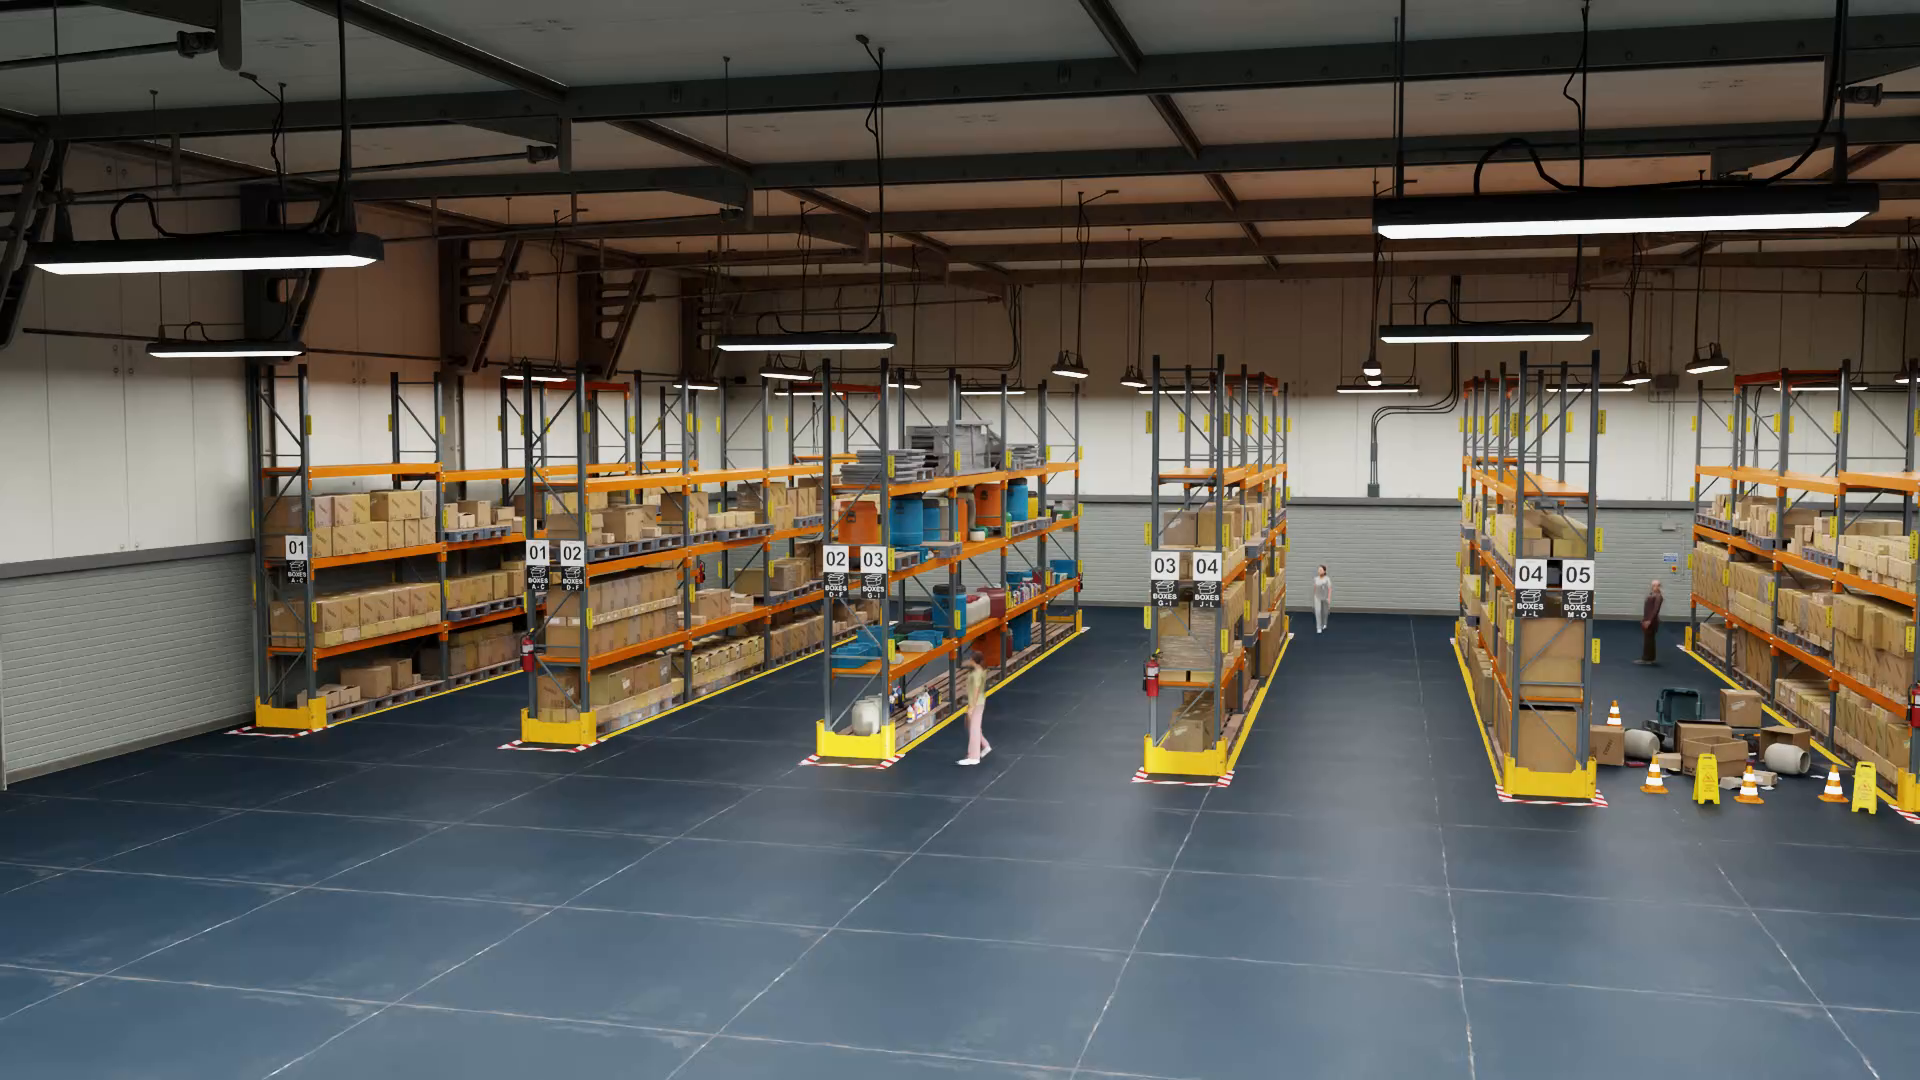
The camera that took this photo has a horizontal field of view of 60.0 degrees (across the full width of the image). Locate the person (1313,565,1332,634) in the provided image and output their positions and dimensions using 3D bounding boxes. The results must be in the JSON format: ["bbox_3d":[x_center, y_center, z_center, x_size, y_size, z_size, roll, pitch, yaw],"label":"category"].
[{"bbox_3d":[8.753,1.424,40.184,0.437,1.621,1.064,1,4,10],"label":"person"}]

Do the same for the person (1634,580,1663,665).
[{"bbox_3d":[14.430,1.752,34.837,0.536,1.830,0.619,2,4,24],"label":"person"}]

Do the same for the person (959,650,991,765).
[{"bbox_3d":[0.225,2.457,24.628,0.486,1.677,0.552,0,4,1],"label":"person"}]
